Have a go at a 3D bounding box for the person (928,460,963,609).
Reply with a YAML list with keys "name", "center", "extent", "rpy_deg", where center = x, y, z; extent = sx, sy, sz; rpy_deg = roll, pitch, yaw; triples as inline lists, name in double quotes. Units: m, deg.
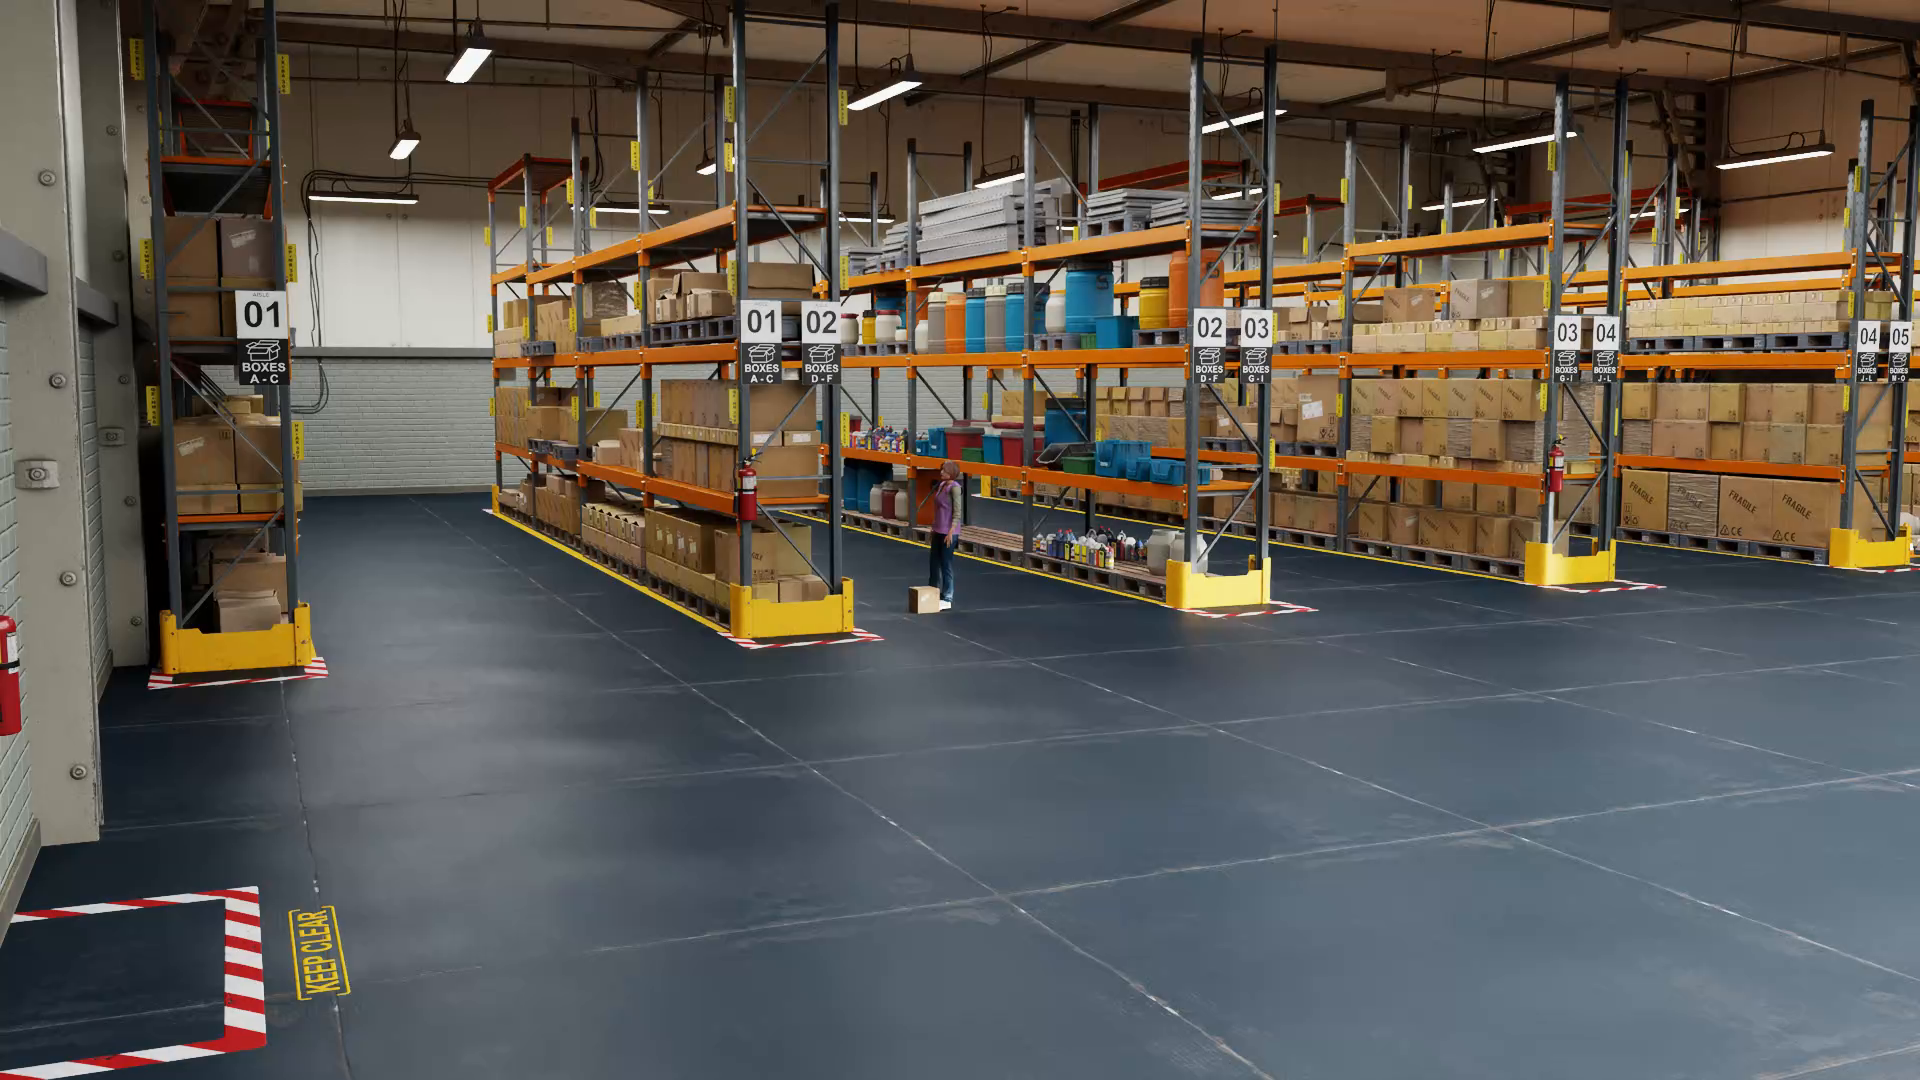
- name: "person"
  center: [-0.227, -0.056, 17.685]
  extent: [0.475, 1.598, 0.519]
  rpy_deg: [-2, 6, -24]
